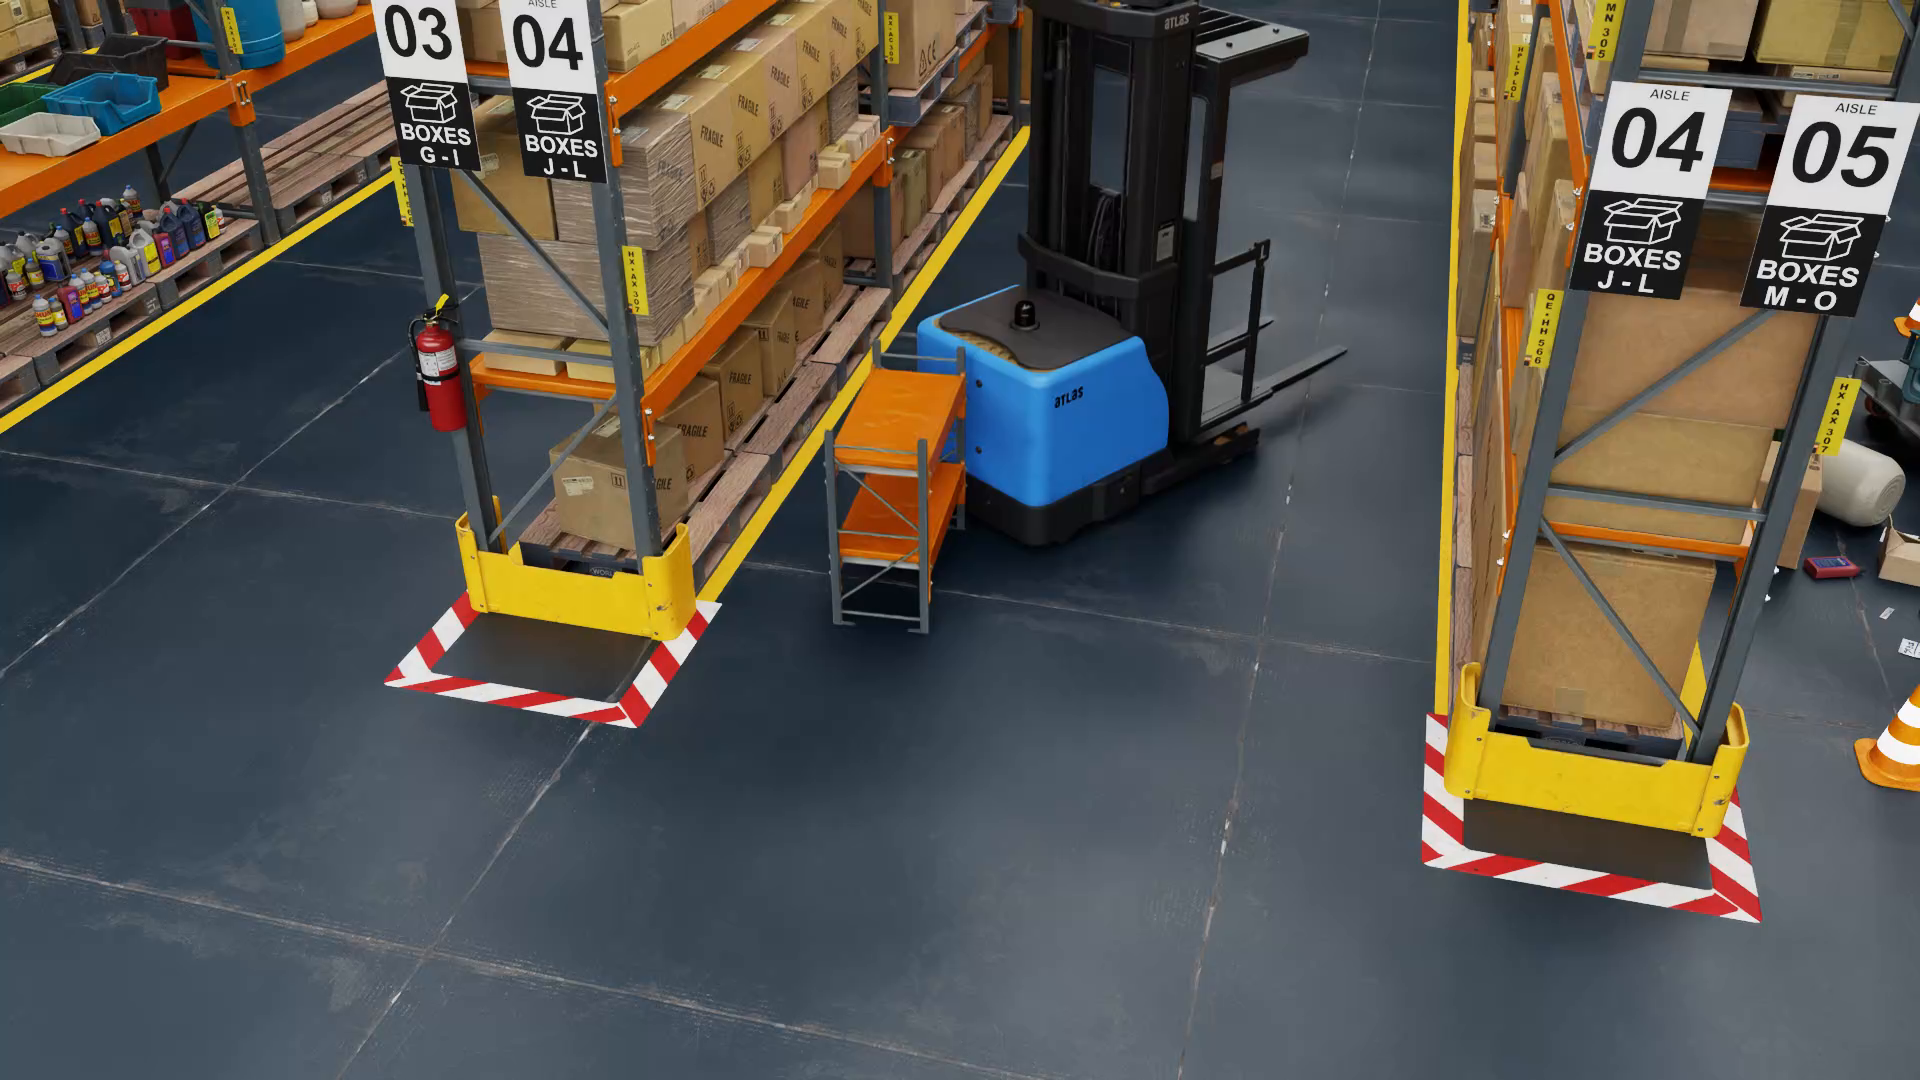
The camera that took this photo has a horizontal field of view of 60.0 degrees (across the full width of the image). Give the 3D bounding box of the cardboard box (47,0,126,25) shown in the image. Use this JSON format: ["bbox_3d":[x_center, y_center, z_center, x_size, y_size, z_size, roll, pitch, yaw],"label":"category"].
[{"bbox_3d":[-9.147,-5.705,17.347,0.500,0.500,0.500,9,34,14],"label":"cardboard box"}]

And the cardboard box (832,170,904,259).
[{"bbox_3d":[-0.796,-2.397,12.144,0.700,0.500,0.500,6,33,9],"label":"cardboard box"}]

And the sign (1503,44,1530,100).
[{"bbox_3d":[3.272,-2.746,9.769,0.100,0.325,0.005,8,33,12],"label":"sign"}]

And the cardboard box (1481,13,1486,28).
[{"bbox_3d":[5.120,-4.924,15.440,0.500,0.250,0.500,9,34,14],"label":"cardboard box"}]

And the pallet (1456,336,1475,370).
[{"bbox_3d":[3.922,-1.456,11.344,1.003,0.211,1.213,8,33,12],"label":"pallet"}]

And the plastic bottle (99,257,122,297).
[{"bbox_3d":[-5.853,-1.816,11.444,0.097,0.271,0.097,0,32,0],"label":"plastic bottle"}]

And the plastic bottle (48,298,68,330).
[{"bbox_3d":[-5.991,-1.506,11.021,0.097,0.201,0.097,0,32,0],"label":"plastic bottle"}]

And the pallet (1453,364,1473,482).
[{"bbox_3d":[3.531,-0.662,10.094,1.003,0.211,1.213,8,33,12],"label":"pallet"}]

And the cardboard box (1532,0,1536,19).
[{"bbox_3d":[4.306,-3.736,11.306,0.700,0.500,0.500,8,33,12],"label":"cardboard box"}]

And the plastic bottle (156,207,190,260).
[{"bbox_3d":[-5.697,-2.219,12.004,0.144,0.351,0.185,6,33,10],"label":"plastic bottle"}]

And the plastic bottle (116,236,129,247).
[{"bbox_3d":[-5.885,-2.024,11.759,0.061,0.283,0.133,8,33,12],"label":"plastic bottle"}]

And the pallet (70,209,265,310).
[{"bbox_3d":[-5.974,-2.105,12.364,1.003,0.211,1.213,8,33,12],"label":"pallet"}]

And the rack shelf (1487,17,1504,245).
[{"bbox_3d":[4.307,-2.957,11.775,1.077,0.370,4.000,8,33,12],"label":"rack shelf"}]

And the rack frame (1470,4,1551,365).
[{"bbox_3d":[3.799,-2.222,9.950,1.000,3.000,0.127,8,33,12],"label":"rack frame"}]

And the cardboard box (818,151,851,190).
[{"bbox_3d":[-0.893,-2.298,10.302,0.380,0.149,0.250,8,33,12],"label":"cardboard box"}]

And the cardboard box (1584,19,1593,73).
[{"bbox_3d":[2.605,-1.875,6.357,0.380,0.149,0.250,8,33,13],"label":"cardboard box"}]

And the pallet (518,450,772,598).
[{"bbox_3d":[-1.728,-0.154,9.295,1.003,0.211,1.213,8,33,12],"label":"pallet"}]

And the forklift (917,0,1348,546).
[{"bbox_3d":[1.175,-1.876,9.469,3.031,2.935,1.130,-26,41,-35],"label":"forklift"}]

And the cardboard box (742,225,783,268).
[{"bbox_3d":[-1.210,-1.649,9.282,0.380,0.149,0.250,8,33,12],"label":"cardboard box"}]

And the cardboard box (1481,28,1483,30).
[{"bbox_3d":[5.133,-4.600,15.629,0.500,0.500,0.500,9,33,13],"label":"cardboard box"}]

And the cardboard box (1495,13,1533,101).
[{"bbox_3d":[4.056,-3.360,11.646,0.500,0.500,0.500,8,33,12],"label":"cardboard box"}]

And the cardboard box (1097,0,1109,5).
[{"bbox_3d":[0.914,-6.047,17.556,1.225,0.875,0.875,8,33,13],"label":"cardboard box"}]

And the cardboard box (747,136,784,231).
[{"bbox_3d":[-1.504,-2.111,9.404,0.875,0.500,0.500,8,33,12],"label":"cardboard box"}]

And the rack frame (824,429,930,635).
[{"bbox_3d":[-0.404,-0.024,8.240,0.500,1.125,0.032,6,33,9],"label":"rack frame"}]

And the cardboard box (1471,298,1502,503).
[{"bbox_3d":[3.347,-0.718,9.172,0.875,0.875,0.875,8,33,13],"label":"cardboard box"}]

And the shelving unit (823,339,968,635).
[{"bbox_3d":[-0.312,-0.292,8.661,0.538,1.125,1.048,6,33,9],"label":"shelving unit"}]

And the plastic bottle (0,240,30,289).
[{"bbox_3d":[-6.573,-1.915,11.525,0.144,0.351,0.185,9,34,14],"label":"plastic bottle"}]

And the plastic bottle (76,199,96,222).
[{"bbox_3d":[-6.370,-2.330,12.178,0.144,0.351,0.185,9,34,14],"label":"plastic bottle"}]

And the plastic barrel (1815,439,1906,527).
[{"bbox_3d":[4.995,-0.338,9.387,0.421,0.421,0.512,-21,38,-29],"label":"plastic barrel"}]

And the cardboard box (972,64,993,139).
[{"bbox_3d":[-0.108,-3.806,14.361,0.700,0.500,0.500,6,33,10],"label":"cardboard box"}]

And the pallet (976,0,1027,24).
[{"bbox_3d":[-0.035,-4.561,13.807,1.213,0.211,1.003,8,33,12],"label":"pallet"}]

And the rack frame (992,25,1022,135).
[{"bbox_3d":[0.042,-5.026,14.360,1.000,3.000,0.127,8,33,12],"label":"rack frame"}]

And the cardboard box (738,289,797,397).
[{"bbox_3d":[-1.333,-1.239,10.342,0.500,0.500,0.500,5,33,8],"label":"cardboard box"}]

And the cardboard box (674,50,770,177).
[{"bbox_3d":[-1.325,-2.231,8.660,0.500,0.500,0.500,8,33,12],"label":"cardboard box"}]

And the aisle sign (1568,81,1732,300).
[{"bbox_3d":[2.476,-1.248,5.994,0.394,0.787,0.004,8,33,12],"label":"aisle sign"}]

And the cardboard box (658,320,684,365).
[{"bbox_3d":[-1.603,-1.011,8.278,0.380,0.149,0.250,8,33,12],"label":"cardboard box"}]

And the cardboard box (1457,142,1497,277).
[{"bbox_3d":[4.118,-2.285,11.753,1.050,0.750,0.750,8,33,12],"label":"cardboard box"}]

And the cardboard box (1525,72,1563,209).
[{"bbox_3d":[3.375,-1.992,8.441,0.875,0.550,0.550,8,33,12],"label":"cardboard box"}]

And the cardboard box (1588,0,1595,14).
[{"bbox_3d":[2.766,-2.246,6.569,0.500,0.250,0.500,8,33,12],"label":"cardboard box"}]

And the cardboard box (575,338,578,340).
[{"bbox_3d":[-2.051,-1.074,8.378,0.380,0.149,0.250,8,33,12],"label":"cardboard box"}]

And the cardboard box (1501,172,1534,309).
[{"bbox_3d":[3.349,-1.540,8.737,0.875,0.550,0.550,8,33,12],"label":"cardboard box"}]

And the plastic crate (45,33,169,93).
[{"bbox_3d":[-6.019,-3.344,11.772,0.767,0.338,0.504,8,33,12],"label":"plastic crate"}]

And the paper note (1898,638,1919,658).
[{"bbox_3d":[4.814,0.546,8.364,0.144,0.017,0.142,20,38,29],"label":"paper note"}]

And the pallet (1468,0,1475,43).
[{"bbox_3d":[5.966,-5.550,17.784,1.003,0.211,1.213,8,33,12],"label":"pallet"}]

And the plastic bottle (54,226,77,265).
[{"bbox_3d":[-6.419,-2.117,11.917,0.097,0.271,0.097,0,32,0],"label":"plastic bottle"}]

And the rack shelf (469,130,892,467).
[{"bbox_3d":[-1.480,-1.609,9.655,1.077,0.370,4.000,8,33,12],"label":"rack shelf"}]

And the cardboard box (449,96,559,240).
[{"bbox_3d":[-2.087,-1.783,7.957,0.500,0.500,0.500,8,33,12],"label":"cardboard box"}]

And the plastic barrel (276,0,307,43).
[{"bbox_3d":[-5.309,-4.148,12.853,0.433,0.535,0.433,0,32,0],"label":"plastic barrel"}]

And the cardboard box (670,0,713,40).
[{"bbox_3d":[-1.491,-2.560,7.825,0.500,0.250,0.500,7,33,11],"label":"cardboard box"}]

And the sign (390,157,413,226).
[{"bbox_3d":[-2.520,-1.582,7.569,0.100,0.325,0.005,8,33,12],"label":"sign"}]

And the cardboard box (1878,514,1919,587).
[{"bbox_3d":[5.144,0.074,8.886,0.396,0.266,0.258,14,35,21],"label":"cardboard box"}]
